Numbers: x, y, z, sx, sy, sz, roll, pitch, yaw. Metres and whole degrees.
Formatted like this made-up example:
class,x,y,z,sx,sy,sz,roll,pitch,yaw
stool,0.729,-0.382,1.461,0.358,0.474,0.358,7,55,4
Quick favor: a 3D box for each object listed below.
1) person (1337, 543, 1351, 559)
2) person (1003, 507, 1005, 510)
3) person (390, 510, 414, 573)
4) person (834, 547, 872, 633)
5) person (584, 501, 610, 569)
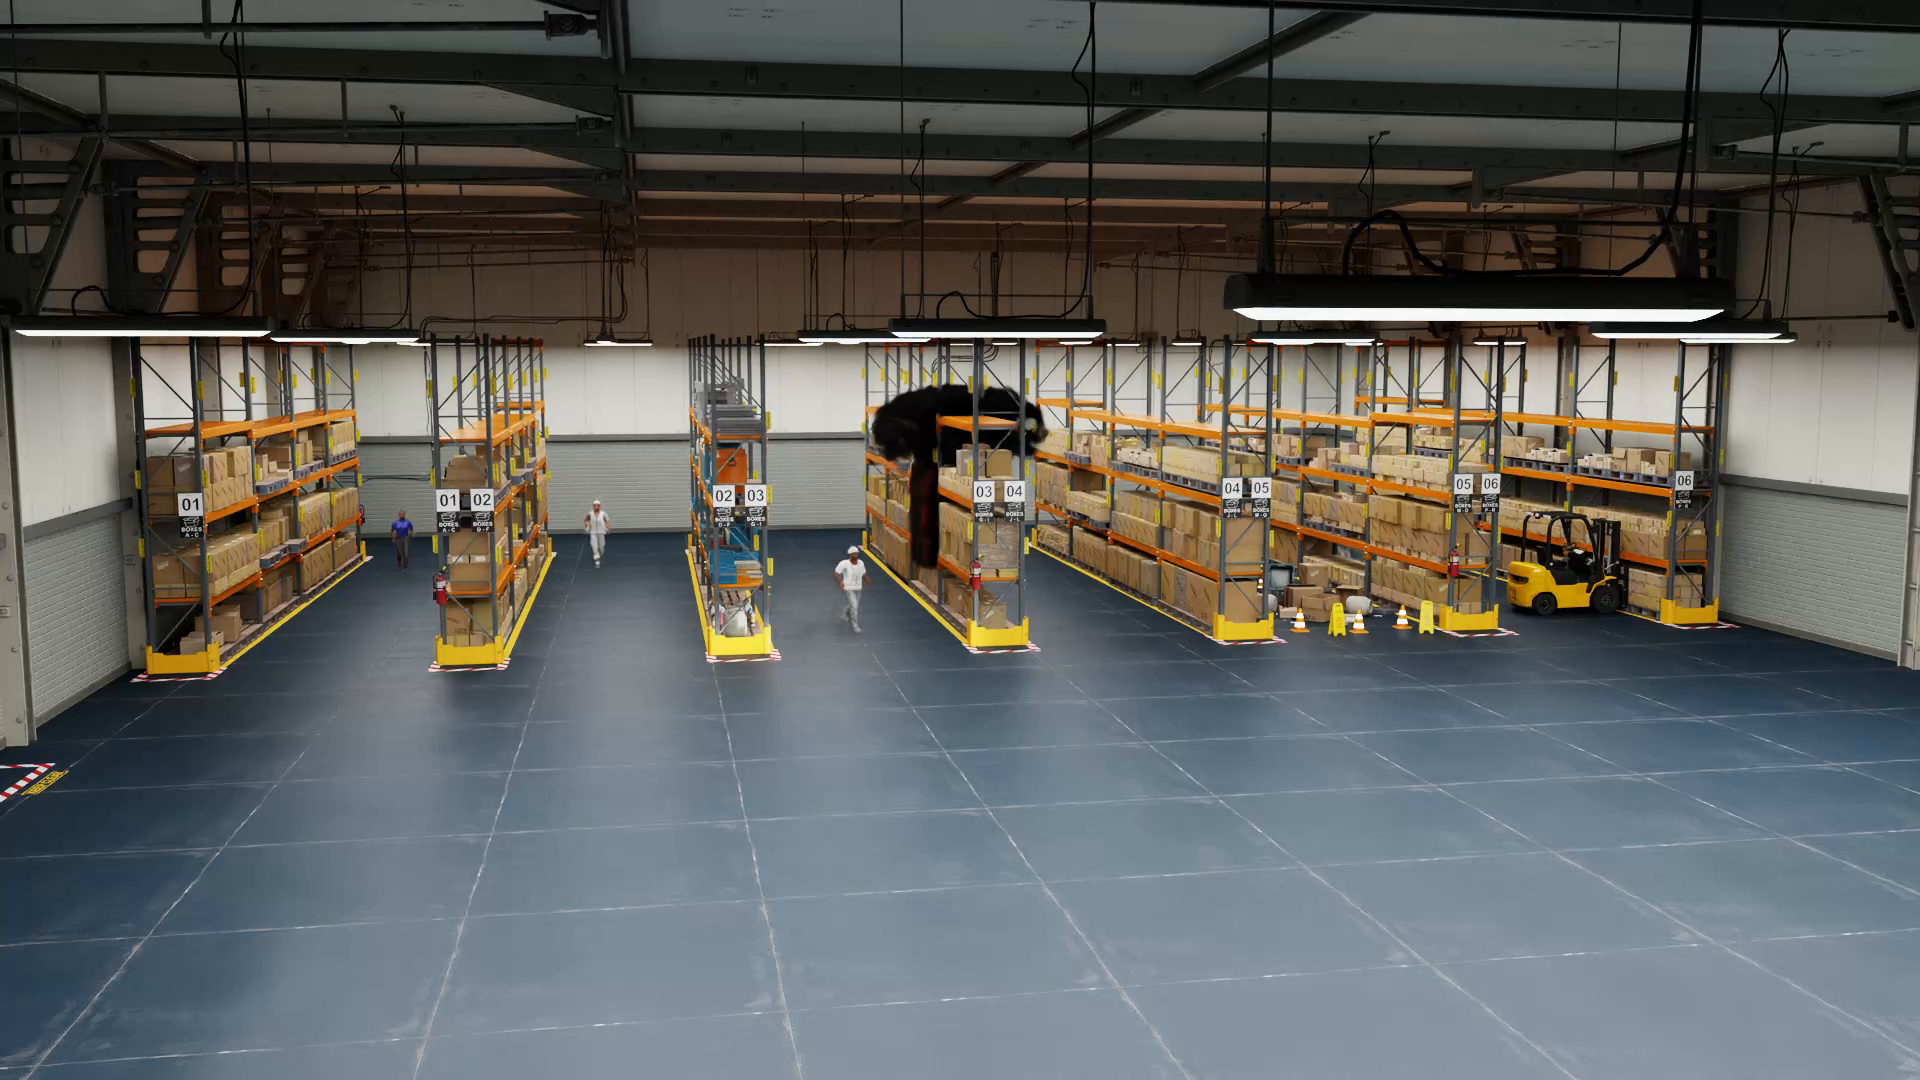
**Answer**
class,x,y,z,sx,sy,sz,roll,pitch,yaw
person,10.073,-0.107,43.799,0.582,1.622,0.744,-1,7,-11
person,1.378,-0.380,46.462,0.511,1.578,0.630,0,7,-2
person,-14.315,0.093,42.713,0.575,1.517,0.559,-3,7,-22
person,-2.241,0.985,33.925,0.684,1.738,0.856,-5,8,-36
person,-9.551,-0.153,43.756,0.655,1.774,0.845,-1,7,-12
